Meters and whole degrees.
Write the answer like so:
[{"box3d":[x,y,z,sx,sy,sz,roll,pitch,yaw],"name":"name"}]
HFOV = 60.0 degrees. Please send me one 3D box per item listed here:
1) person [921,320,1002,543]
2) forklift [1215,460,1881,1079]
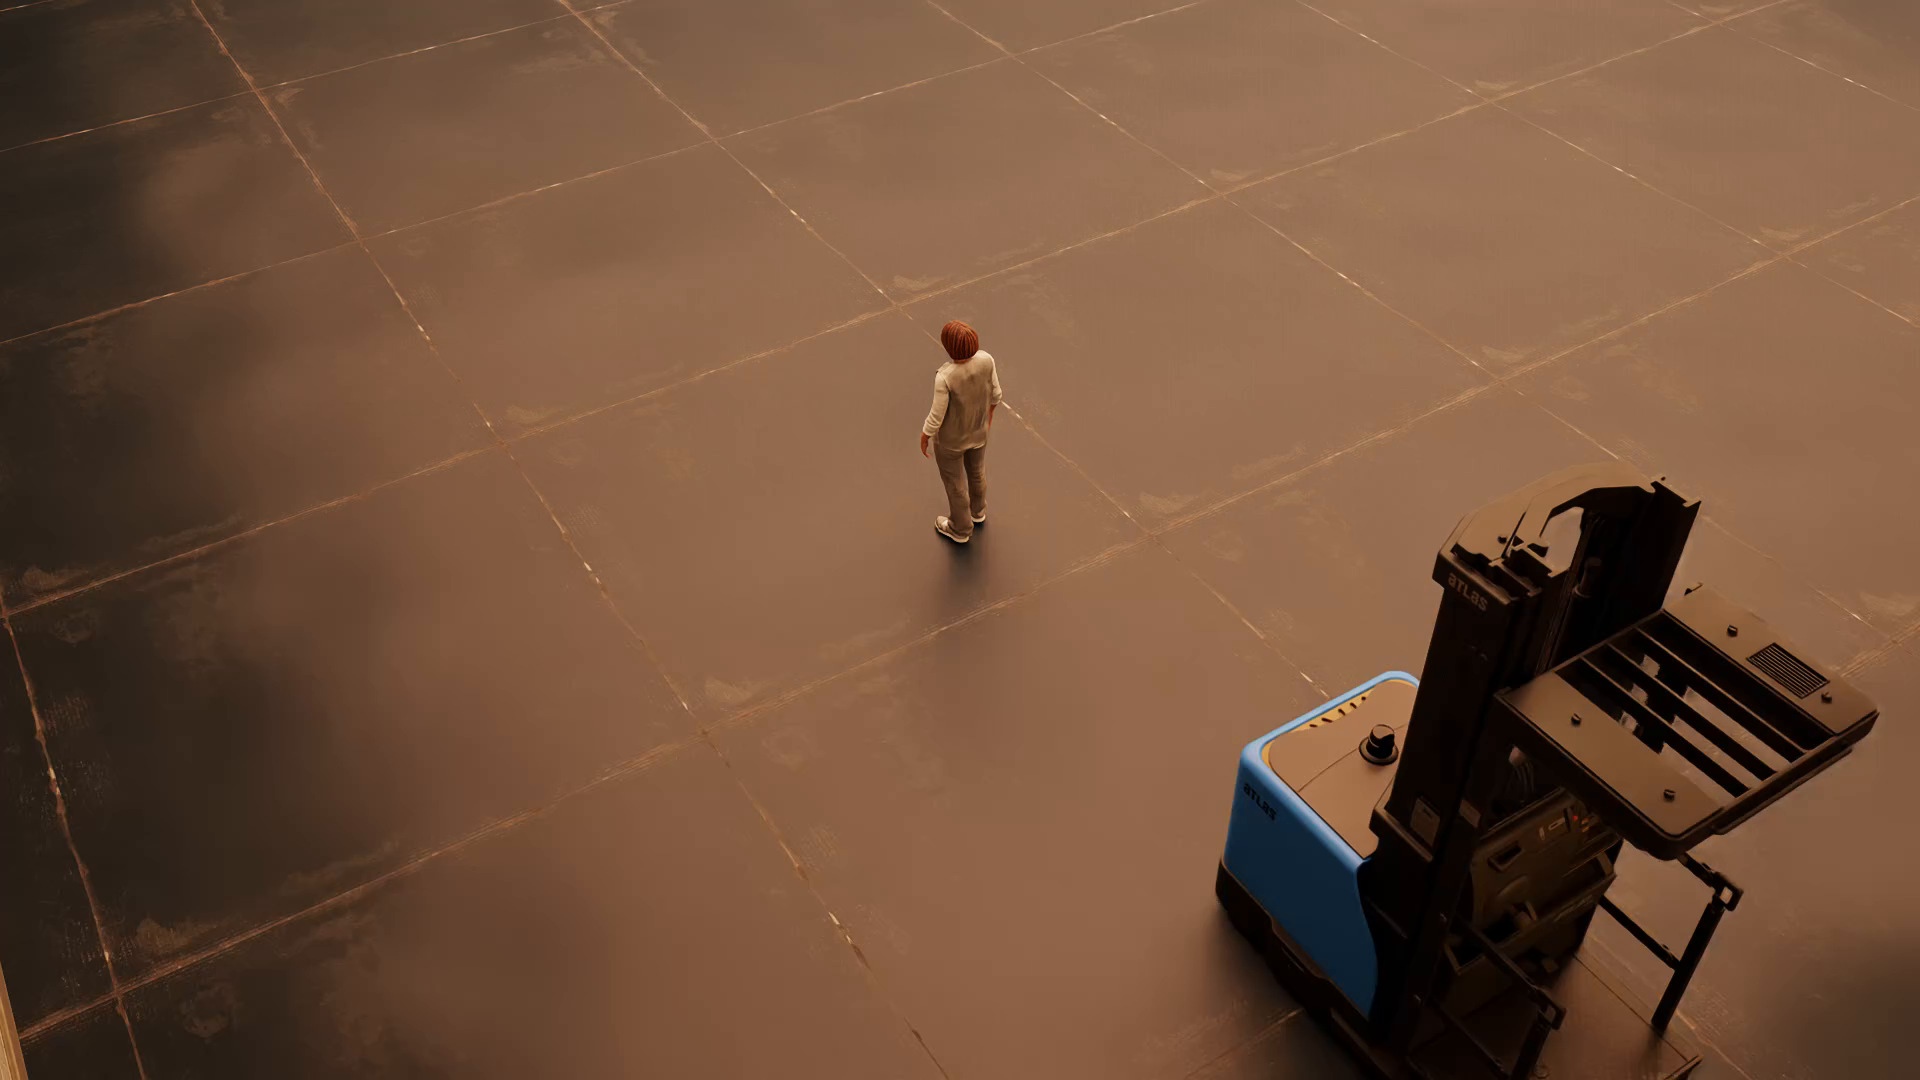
[{"box3d":[-0.027,-0.653,9.620,0.520,1.597,0.475,-23,46,-24],"name":"person"},{"box3d":[2.451,1.281,6.405,1.130,2.935,3.031,-23,46,-24],"name":"forklift"}]
